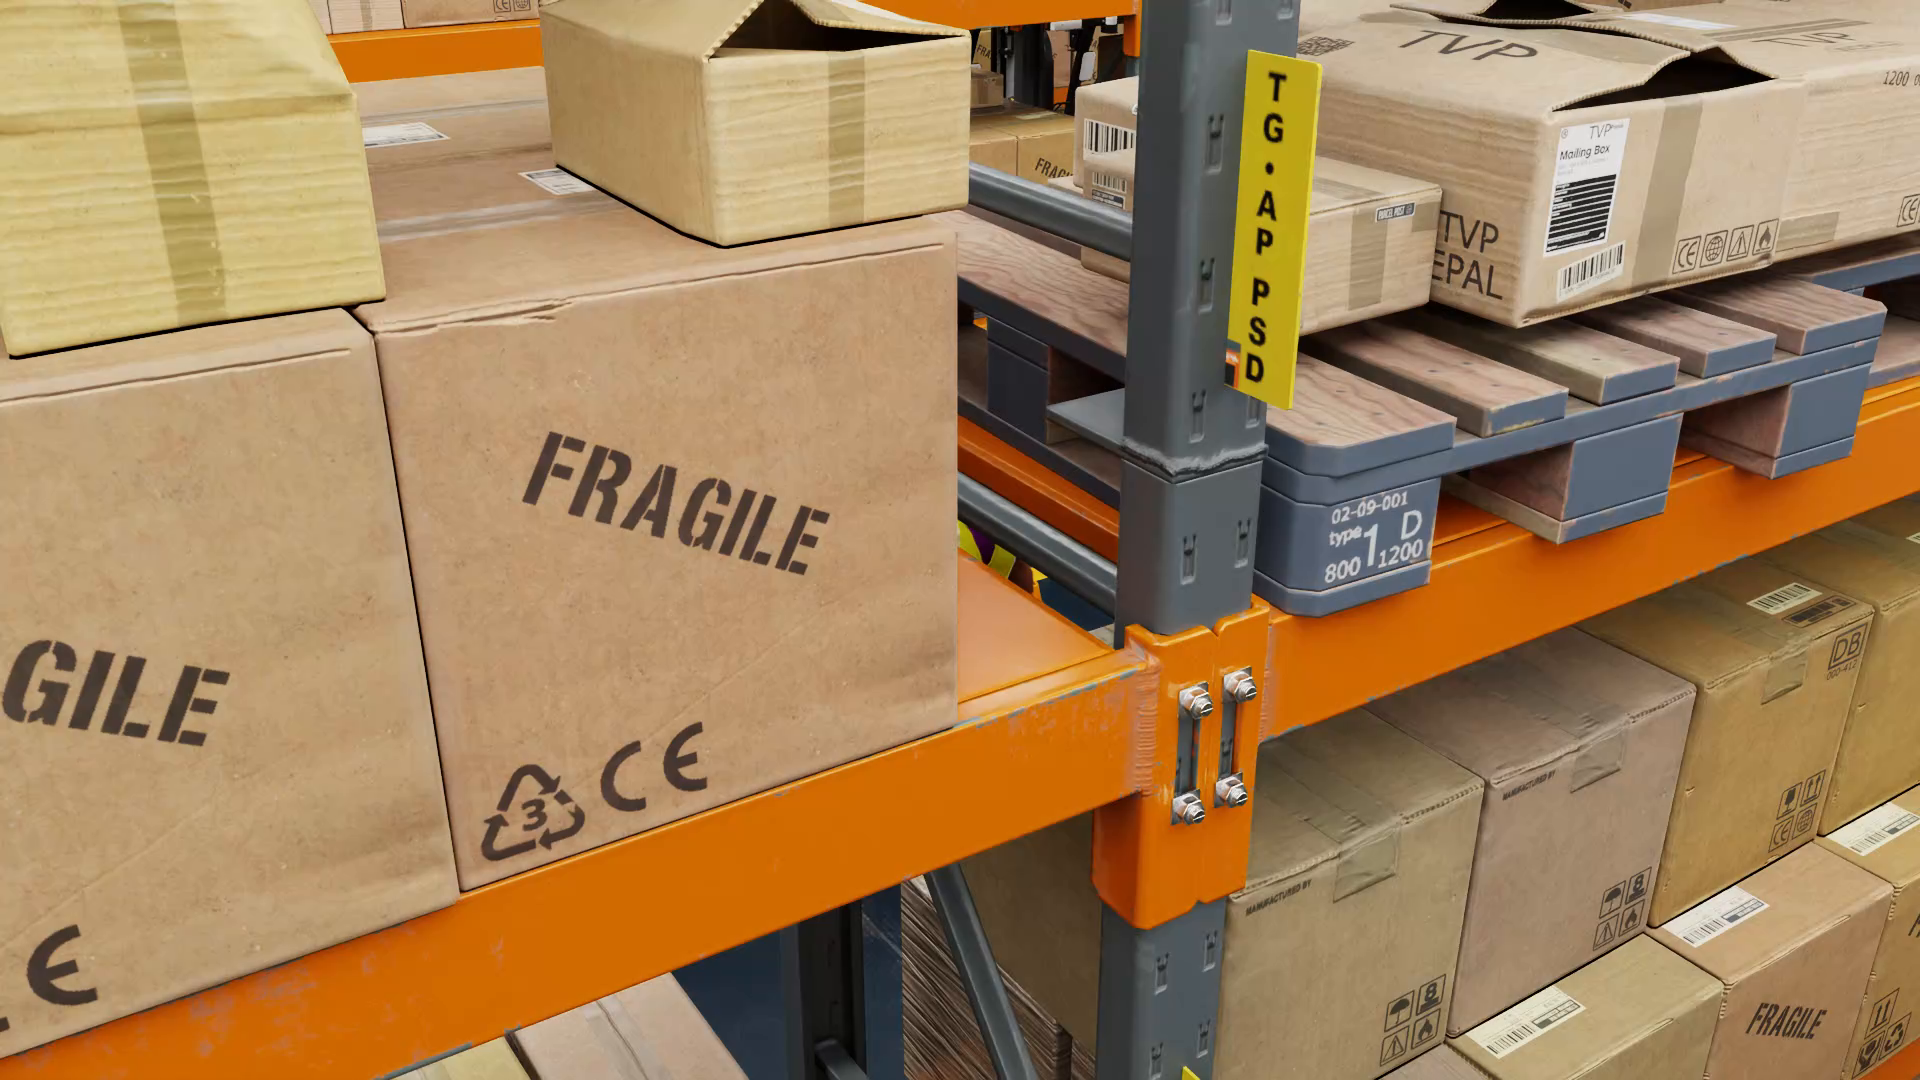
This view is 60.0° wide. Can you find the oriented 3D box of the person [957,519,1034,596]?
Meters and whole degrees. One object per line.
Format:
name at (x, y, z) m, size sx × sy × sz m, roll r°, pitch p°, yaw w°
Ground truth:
person at (0.023, 0.365, 5.804) m, size 0.632 × 1.759 × 0.462 m, roll -17°, pitch 30°, yaw -33°
